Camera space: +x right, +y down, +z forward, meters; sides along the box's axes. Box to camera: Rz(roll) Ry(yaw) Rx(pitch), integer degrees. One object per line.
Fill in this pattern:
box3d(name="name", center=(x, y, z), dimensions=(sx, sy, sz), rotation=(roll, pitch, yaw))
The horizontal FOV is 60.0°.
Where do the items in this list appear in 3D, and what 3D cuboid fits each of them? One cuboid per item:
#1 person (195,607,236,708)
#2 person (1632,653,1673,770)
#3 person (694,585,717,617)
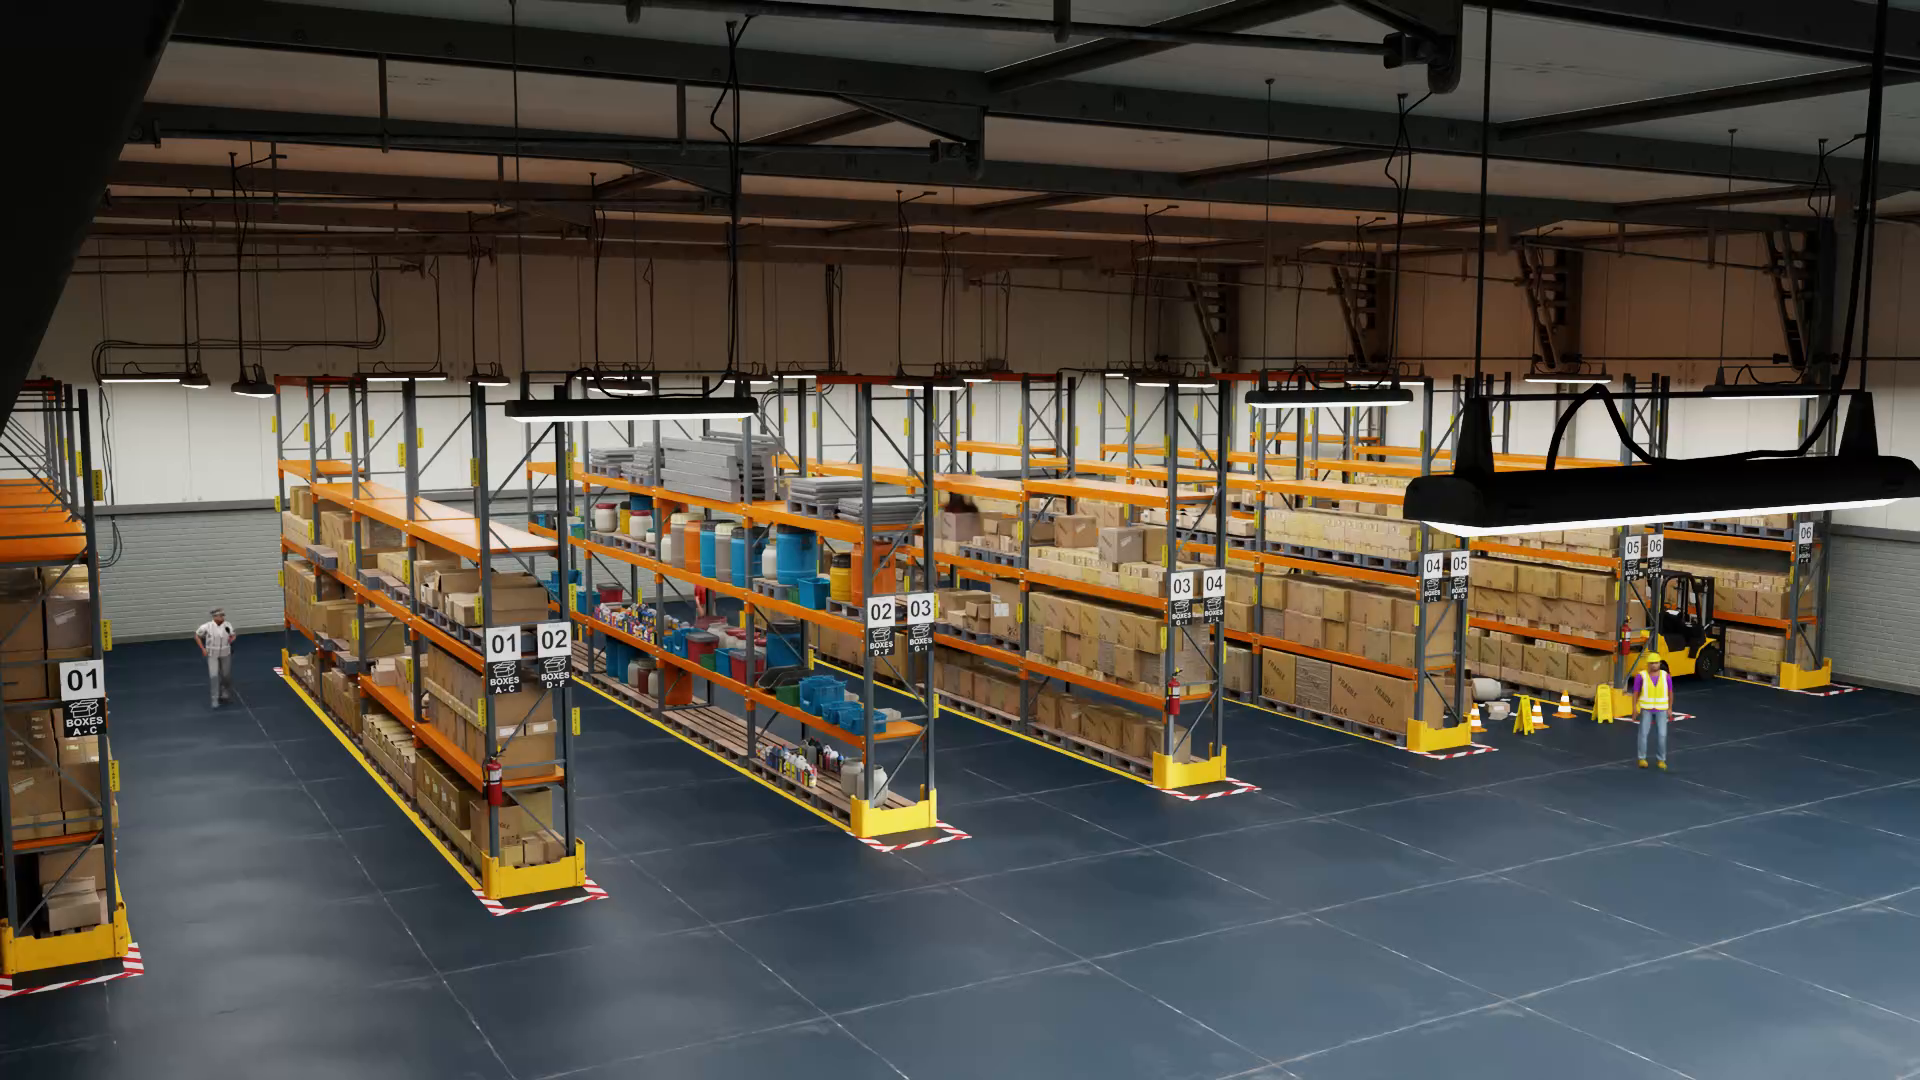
box3d(name="person", center=(-13.619, 2.133, 30.478), dimensions=(0.696, 1.827, 0.825), rotation=(-3, 7, -26))
box3d(name="person", center=(10.724, 2.638, 25.753), dimensions=(0.606, 1.783, 0.410), rotation=(2, 6, 14))
box3d(name="person", center=(-5.539, 1.525, 36.321), dimensions=(0.560, 1.677, 0.996), rotation=(-4, 8, -35))
